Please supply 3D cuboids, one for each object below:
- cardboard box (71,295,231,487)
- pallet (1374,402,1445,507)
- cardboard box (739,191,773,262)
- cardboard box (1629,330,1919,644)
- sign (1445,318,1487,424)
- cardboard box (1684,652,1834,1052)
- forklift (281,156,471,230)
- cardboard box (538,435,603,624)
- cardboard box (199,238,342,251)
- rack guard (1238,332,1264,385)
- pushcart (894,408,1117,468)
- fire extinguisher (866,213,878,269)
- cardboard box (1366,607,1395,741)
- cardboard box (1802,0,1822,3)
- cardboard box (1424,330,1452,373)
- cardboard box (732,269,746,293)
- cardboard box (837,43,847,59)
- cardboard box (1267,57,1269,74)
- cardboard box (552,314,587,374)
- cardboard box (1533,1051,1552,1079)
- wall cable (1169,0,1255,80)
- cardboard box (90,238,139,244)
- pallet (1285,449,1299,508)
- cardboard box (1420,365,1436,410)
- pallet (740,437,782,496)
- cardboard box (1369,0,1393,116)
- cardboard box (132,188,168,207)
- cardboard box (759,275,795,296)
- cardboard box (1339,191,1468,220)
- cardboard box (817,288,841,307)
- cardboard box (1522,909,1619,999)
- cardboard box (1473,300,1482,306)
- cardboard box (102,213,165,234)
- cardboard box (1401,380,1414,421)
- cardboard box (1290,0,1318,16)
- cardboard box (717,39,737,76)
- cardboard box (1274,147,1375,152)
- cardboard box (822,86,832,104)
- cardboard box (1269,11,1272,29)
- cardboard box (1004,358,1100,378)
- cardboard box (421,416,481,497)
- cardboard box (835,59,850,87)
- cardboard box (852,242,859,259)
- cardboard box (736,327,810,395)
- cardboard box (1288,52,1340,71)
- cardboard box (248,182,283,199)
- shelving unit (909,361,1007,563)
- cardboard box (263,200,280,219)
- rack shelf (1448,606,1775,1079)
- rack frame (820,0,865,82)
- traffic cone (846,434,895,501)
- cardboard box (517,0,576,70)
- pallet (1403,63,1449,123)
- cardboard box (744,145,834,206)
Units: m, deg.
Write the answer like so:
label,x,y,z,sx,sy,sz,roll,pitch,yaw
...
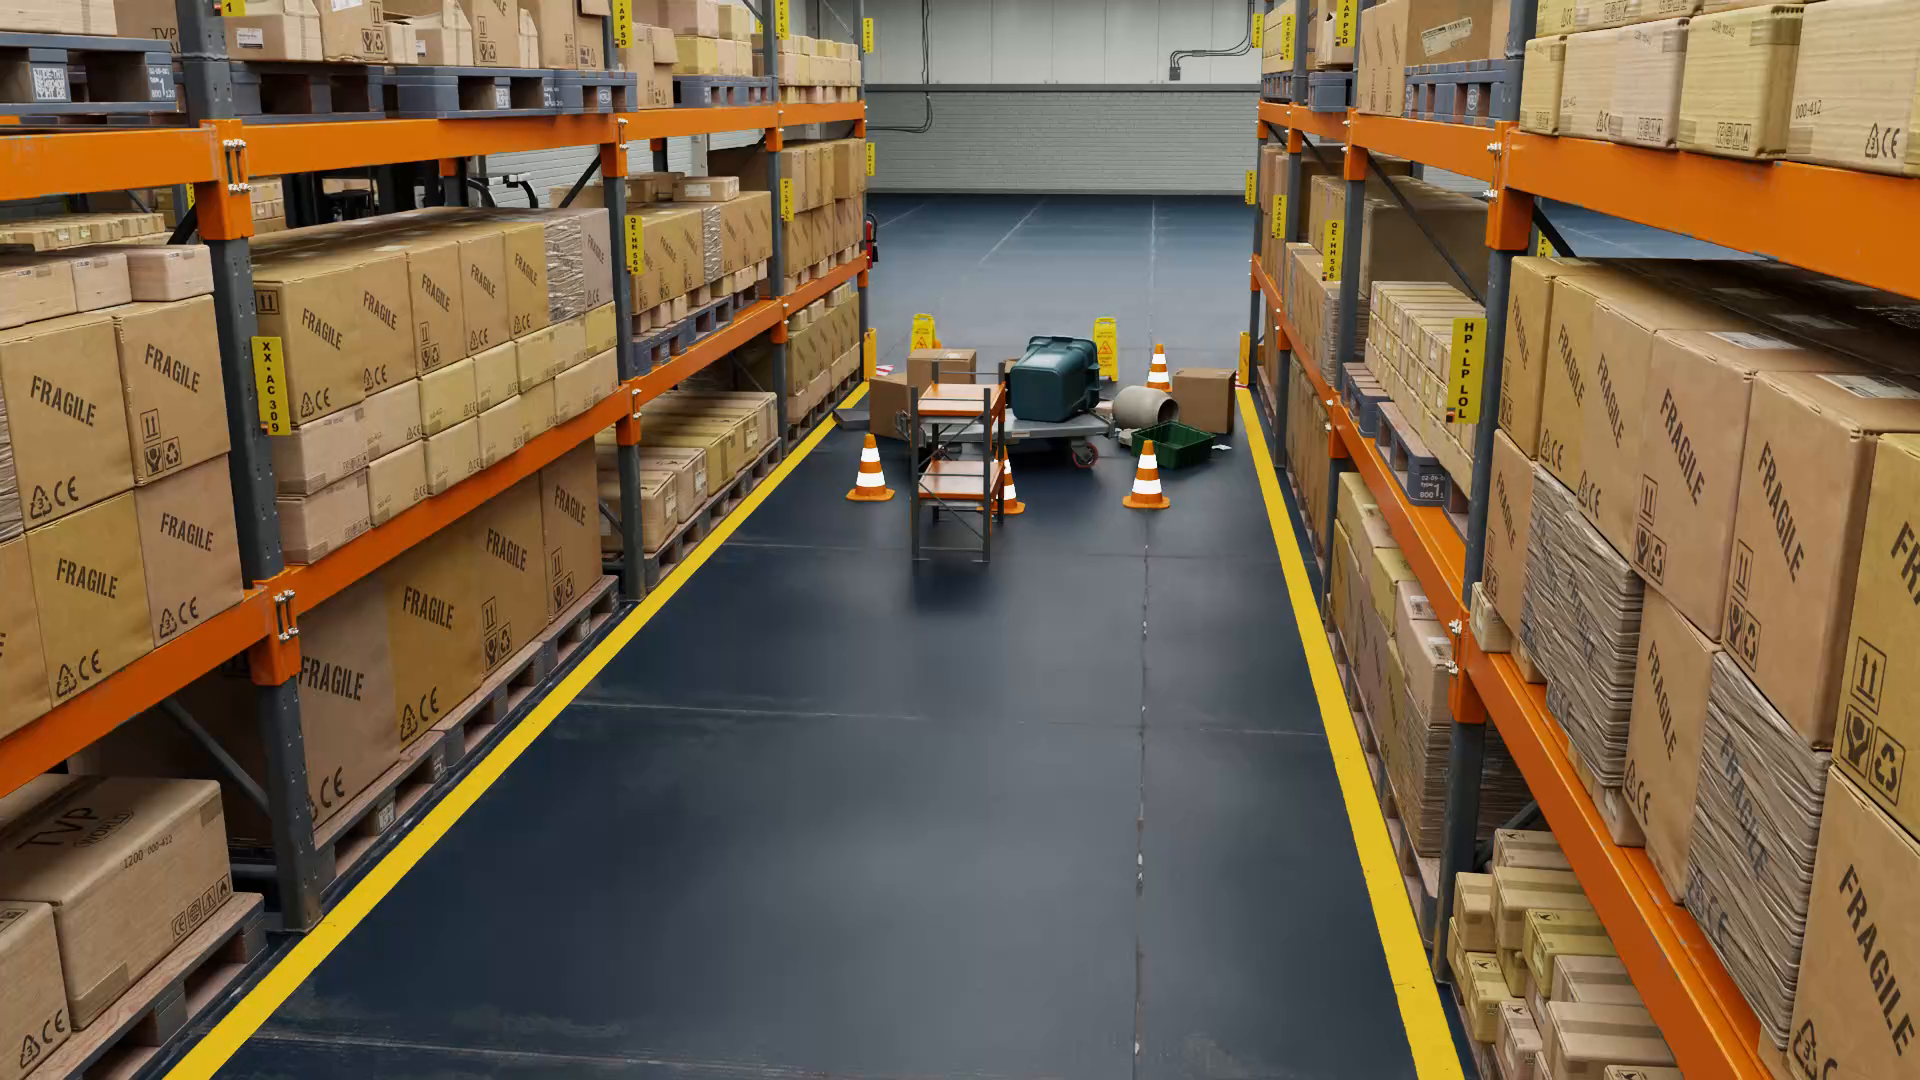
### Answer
label,x,y,z,sx,sy,sz,roll,pitch,yaw
cardboard box,-2.598,-0.466,5.031,0.500,0.500,0.500,2,15,6
pallet,2.379,-0.376,7.173,1.003,0.211,1.213,2,15,6
cardboard box,-1.741,-2.408,12.756,0.500,0.500,0.500,1,15,5
cardboard box,1.627,-0.113,3.155,0.500,0.500,0.500,1,15,4
sign,1.559,-0.520,5.121,0.100,0.325,0.005,2,15,6
cardboard box,1.565,0.511,2.766,0.500,0.500,0.500,2,15,6
forklift,-4.379,-1.957,12.783,1.130,2.935,3.031,2,15,6
cardboard box,-2.529,-0.103,9.063,0.875,0.875,0.875,2,15,6
cardboard box,-2.891,-0.985,6.951,0.500,0.500,0.500,2,15,8
rack guard,3.467,-1.858,17.074,1.175,0.500,0.348,2,15,6
pushcart,0.354,-0.820,13.472,1.648,0.377,0.936,-4,16,-13
fire extinguisher,-0.995,-3.156,17.237,0.296,0.674,0.183,2,15,6
cardboard box,2.064,0.593,7.207,0.500,0.500,0.500,1,15,5
cardboard box,1.575,-0.918,2.392,0.500,0.250,0.500,2,15,7
cardboard box,2.110,-0.762,6.771,0.380,0.149,0.250,1,15,4
cardboard box,-1.766,-1.878,12.038,0.380,0.149,0.250,2,15,7
cardboard box,-1.288,-4.660,15.858,0.380,0.149,0.250,2,15,6
cardboard box,3.022,-4.359,15.276,0.380,0.149,0.250,2,15,7
cardboard box,-2.224,-1.005,8.464,0.500,0.250,0.500,1,15,5
cardboard box,1.765,1.515,4.470,0.380,0.149,0.250,1,15,5
wall cable,7.091,-15.929,46.315,2.305,6.003,0.169,2,15,6
cardboard box,-6.701,-2.186,12.829,0.500,0.250,0.500,1,15,5
pallet,3.001,-0.472,12.504,1.003,0.211,1.213,2,15,6
cardboard box,2.104,-0.622,6.822,0.380,0.149,0.250,2,15,7
pallet,-2.003,-0.592,12.947,1.003,0.211,1.213,2,15,6
cardboard box,2.184,-2.209,7.648,0.500,0.500,0.500,2,15,6
cardboard box,-7.044,-2.946,14.306,0.380,0.149,0.250,1,15,5
cardboard box,-1.563,-2.091,13.630,0.380,0.149,0.250,2,15,6
cardboard box,2.734,-1.895,10.315,0.700,0.500,0.500,1,15,5
cardboard box,-1.334,-2.282,15.639,0.380,0.149,0.250,2,15,9
cardboard box,1.796,1.161,4.641,0.380,0.149,0.250,1,15,5
cardboard box,2.881,-1.140,9.440,0.500,0.500,0.500,2,15,7
cardboard box,-6.667,-2.552,13.418,0.380,0.149,0.250,2,15,8
cardboard box,2.163,-0.611,7.350,0.380,0.149,0.250,2,15,7
cardboard box,2.738,-4.088,12.743,0.380,0.149,0.250,2,15,6
cardboard box,-1.901,-3.432,11.843,0.500,0.250,0.500,2,15,7
cardboard box,3.414,-3.411,15.675,0.875,0.550,0.550,2,15,6
cardboard box,-1.357,-4.004,14.958,0.380,0.149,0.250,2,15,6
cardboard box,3.023,-4.747,15.181,0.380,0.149,0.250,2,15,7
cardboard box,0.852,-1.442,15.532,0.797,0.503,0.637,-10,18,-32
cardboard box,-2.377,-0.366,7.056,0.500,0.250,0.500,2,15,6
cardboard box,-1.327,-4.426,15.755,0.500,0.250,0.500,1,15,5
cardboard box,-1.213,-2.884,16.563,0.380,0.149,0.250,2,15,6
cardboard box,-1.582,-1.523,14.073,0.500,0.500,0.500,2,15,9
cardboard box,2.736,-3.702,12.846,0.380,0.149,0.250,2,15,6
cardboard box,-6.452,-3.201,15.249,0.380,0.149,0.250,2,15,6
shelving unit,-0.001,-0.541,11.009,0.538,1.125,1.048,2,15,6
cardboard box,-6.390,-2.987,15.028,0.380,0.149,0.250,2,15,6
rack shelf,1.885,0.920,3.390,1.077,0.370,4.000,2,15,6
rack frame,-1.465,-6.074,16.384,1.000,3.000,0.127,2,15,6
traffic cone,-0.666,-0.553,12.320,0.336,0.463,0.334,2,15,6
cardboard box,-2.291,-2.539,8.064,0.700,0.500,0.500,1,15,3
pallet,2.400,-1.729,6.423,1.213,0.211,1.003,2,15,6
cardboard box,-1.489,-3.184,14.513,0.700,0.500,0.500,1,15,5
